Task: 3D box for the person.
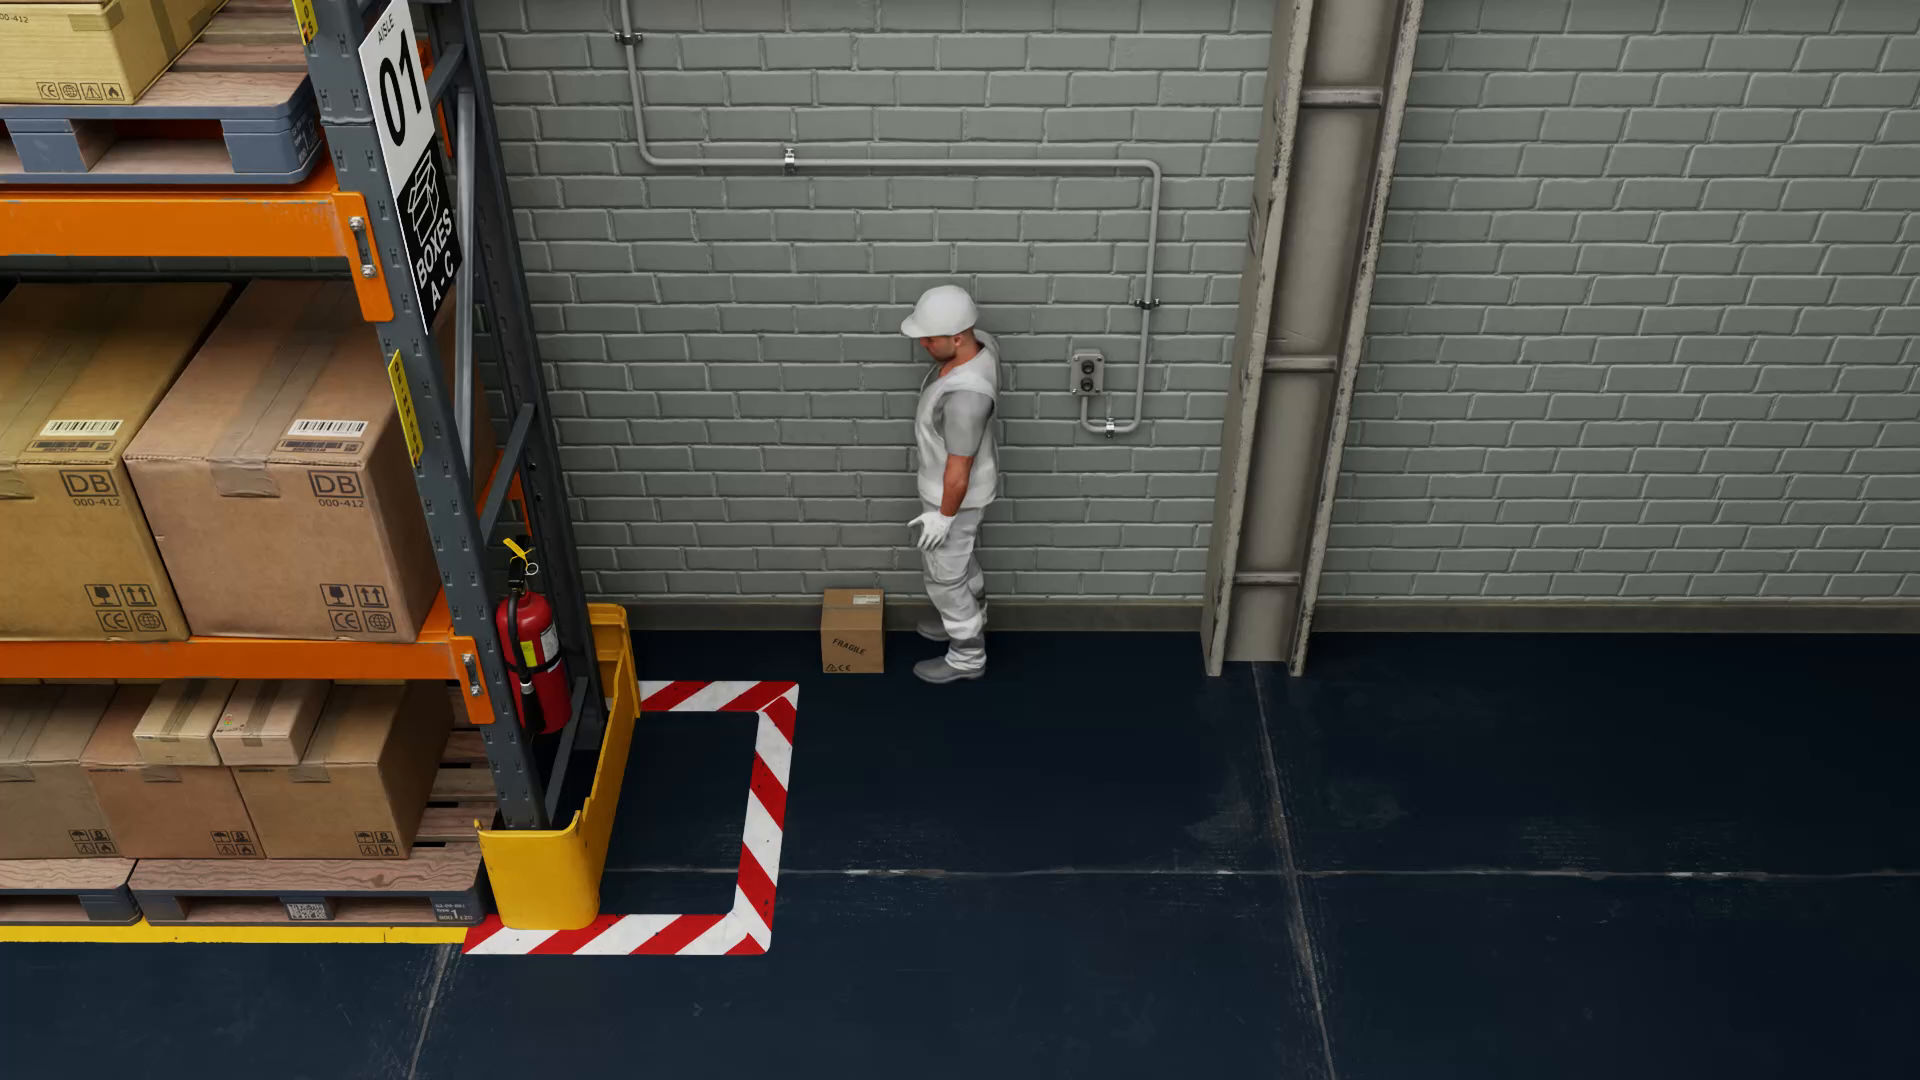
[{"bbox_3d":[-0.028,-0.197,6.390,0.364,1.779,0.529,1,39,1],"label":"person"}]
